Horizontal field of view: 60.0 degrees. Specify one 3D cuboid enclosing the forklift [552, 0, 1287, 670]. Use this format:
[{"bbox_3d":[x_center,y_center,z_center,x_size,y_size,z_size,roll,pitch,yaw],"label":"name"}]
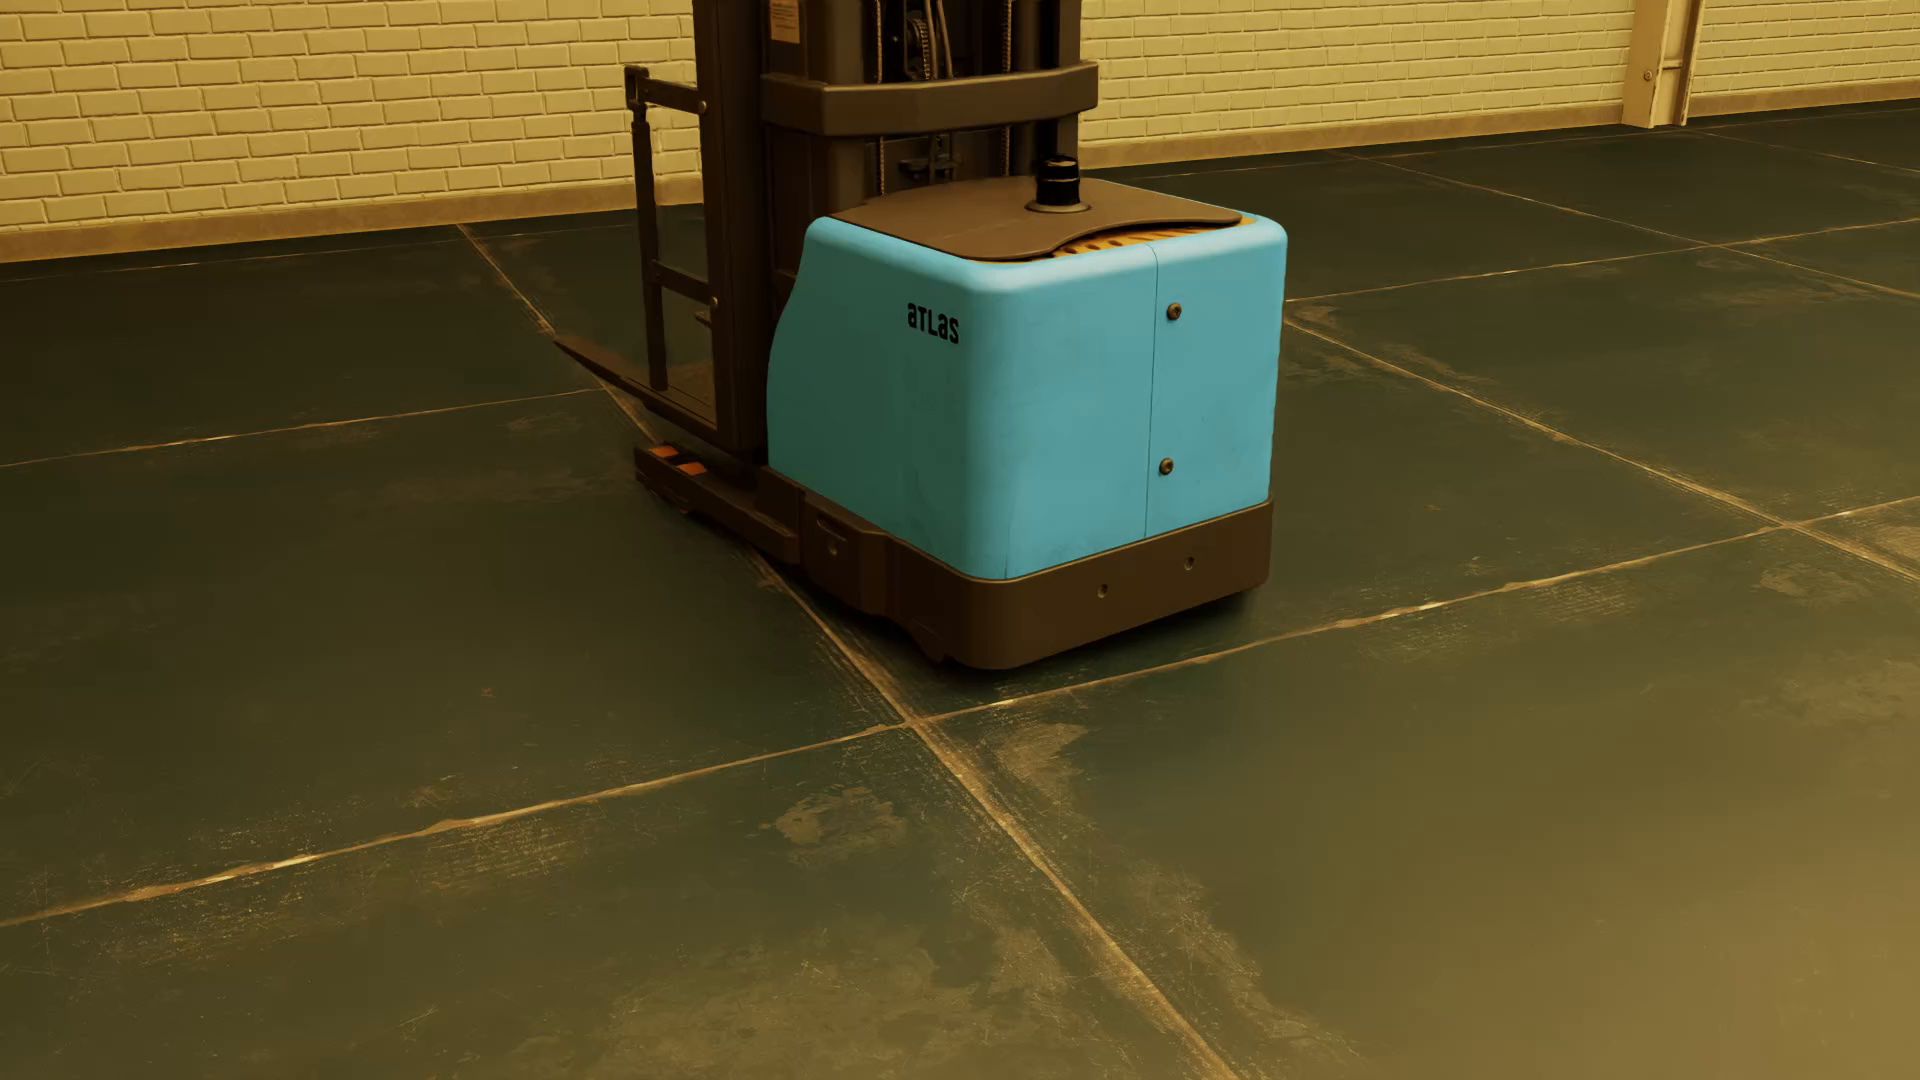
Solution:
[{"bbox_3d":[-0.408,-1.534,4.979,1.130,2.935,3.031,-16,27,-33],"label":"forklift"}]
